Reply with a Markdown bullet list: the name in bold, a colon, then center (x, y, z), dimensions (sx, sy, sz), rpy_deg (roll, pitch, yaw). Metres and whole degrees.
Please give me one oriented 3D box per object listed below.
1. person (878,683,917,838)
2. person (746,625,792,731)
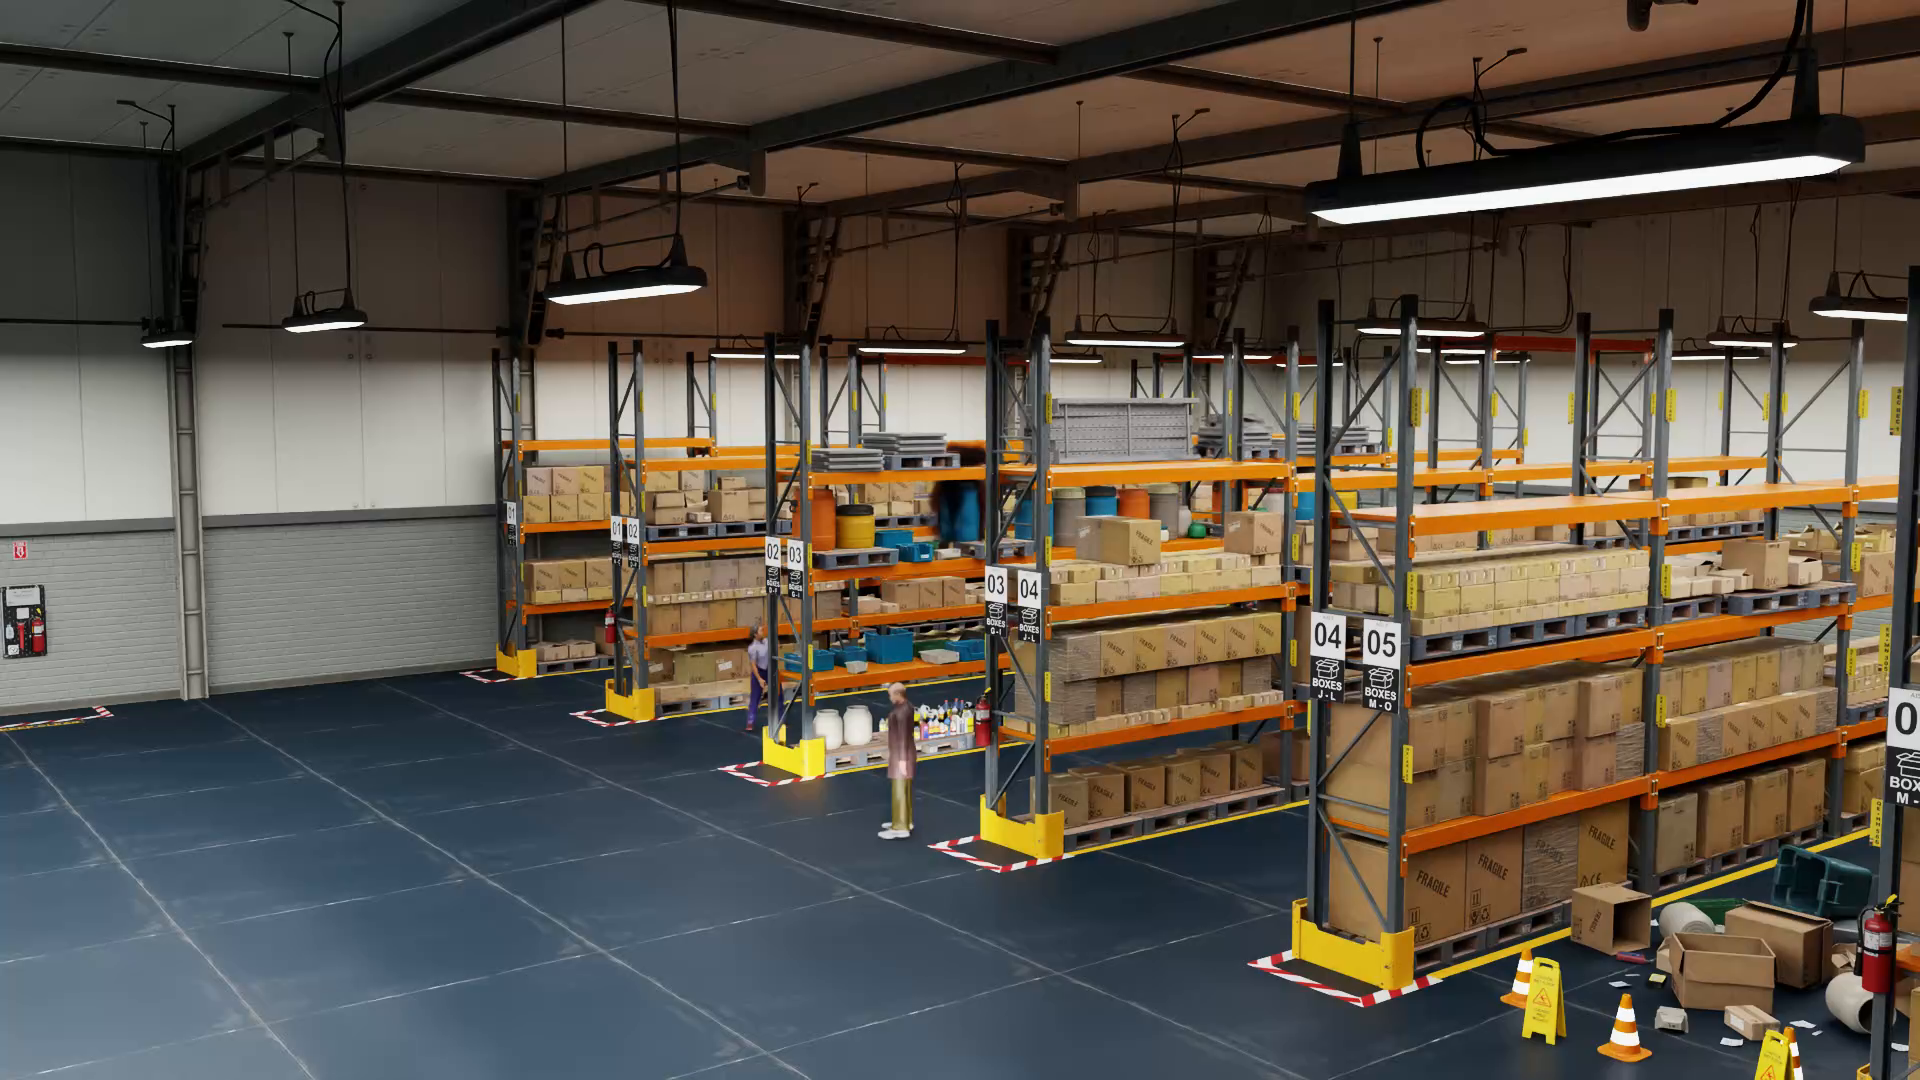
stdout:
- **person**: center (-0.731, 2.576, 19.522), dimensions (0.429, 1.737, 0.638), rpy_deg (1, 5, 9)
- **person**: center (-2.965, 2.129, 25.553), dimensions (0.668, 1.662, 0.548), rpy_deg (-5, 7, -42)
